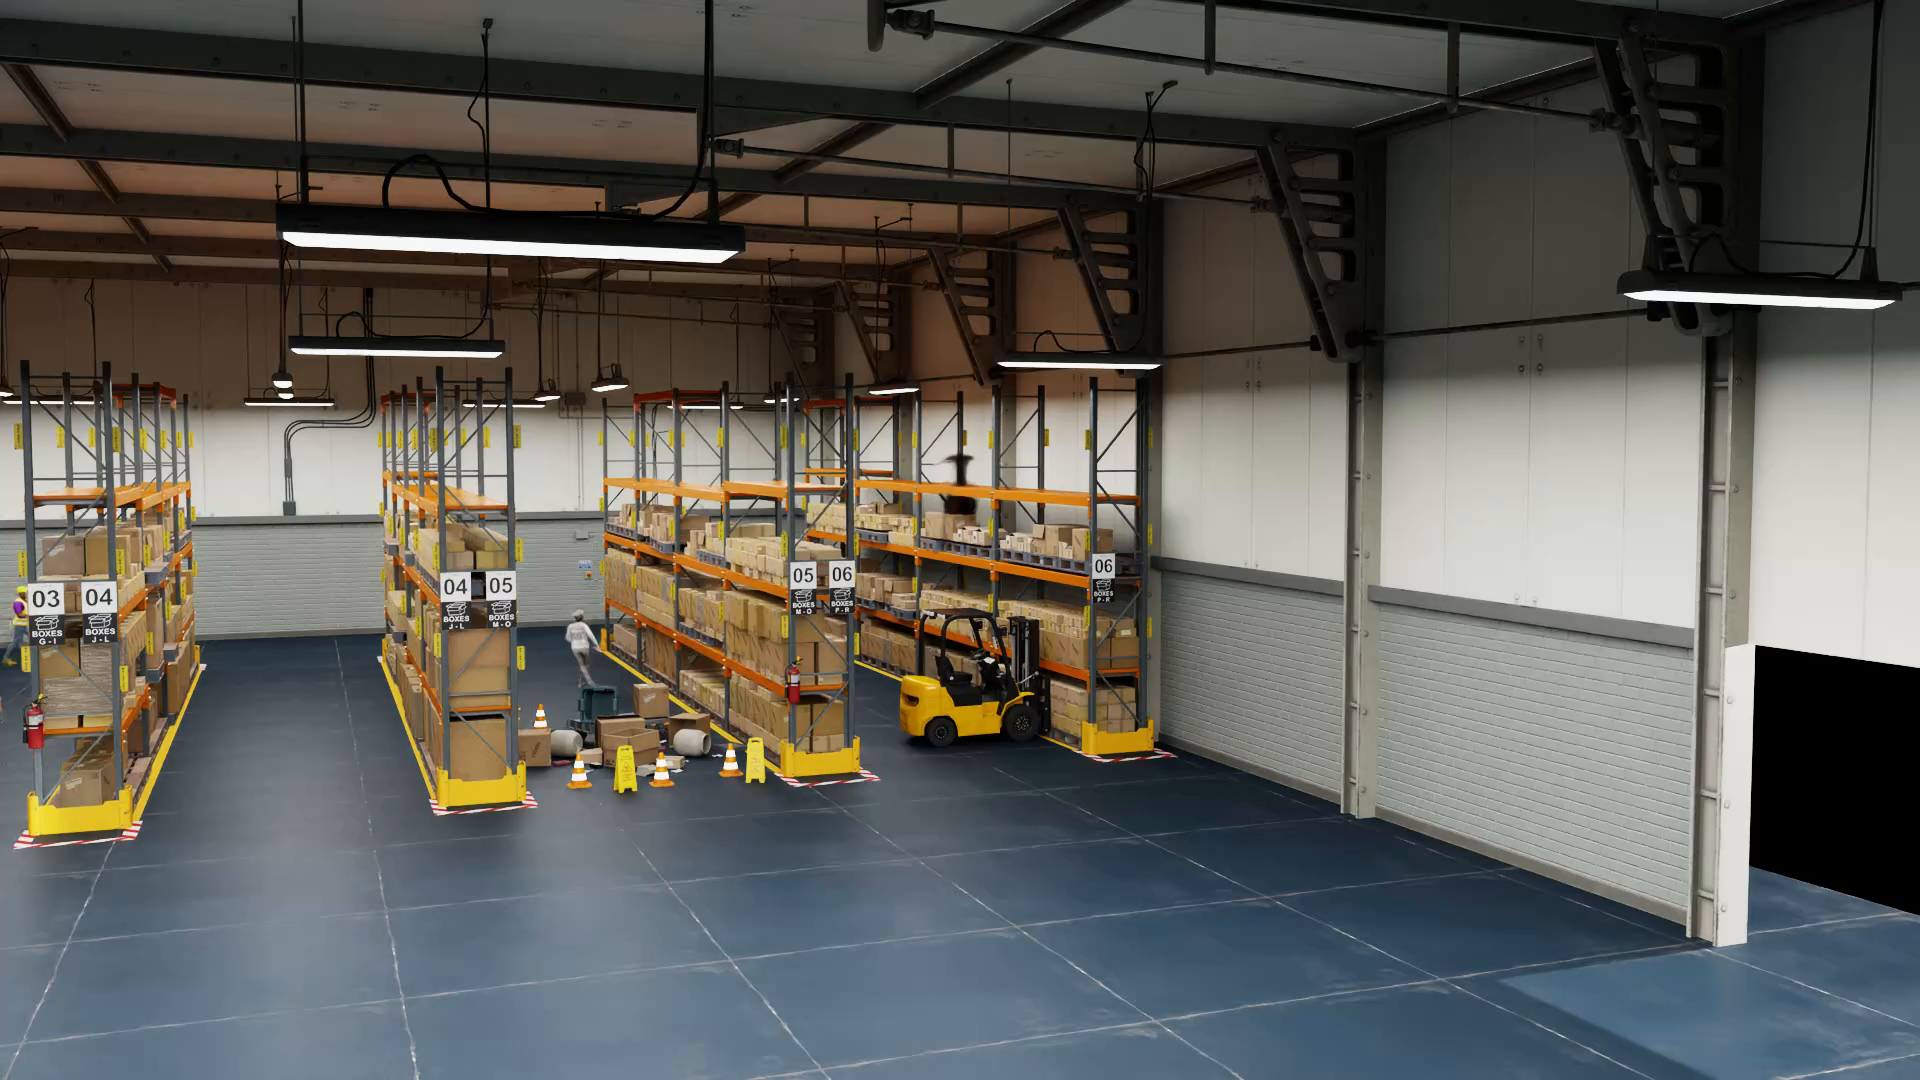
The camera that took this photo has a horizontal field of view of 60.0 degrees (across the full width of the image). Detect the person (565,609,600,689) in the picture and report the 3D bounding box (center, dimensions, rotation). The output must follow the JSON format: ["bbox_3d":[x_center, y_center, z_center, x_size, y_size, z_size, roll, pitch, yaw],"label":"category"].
[{"bbox_3d":[-7.565,2.220,33.340,0.670,1.628,0.613,0,3,0],"label":"person"}]

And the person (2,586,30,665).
[{"bbox_3d":[-20.613,1.922,36.572,0.851,1.824,0.674,0,3,-3],"label":"person"}]
